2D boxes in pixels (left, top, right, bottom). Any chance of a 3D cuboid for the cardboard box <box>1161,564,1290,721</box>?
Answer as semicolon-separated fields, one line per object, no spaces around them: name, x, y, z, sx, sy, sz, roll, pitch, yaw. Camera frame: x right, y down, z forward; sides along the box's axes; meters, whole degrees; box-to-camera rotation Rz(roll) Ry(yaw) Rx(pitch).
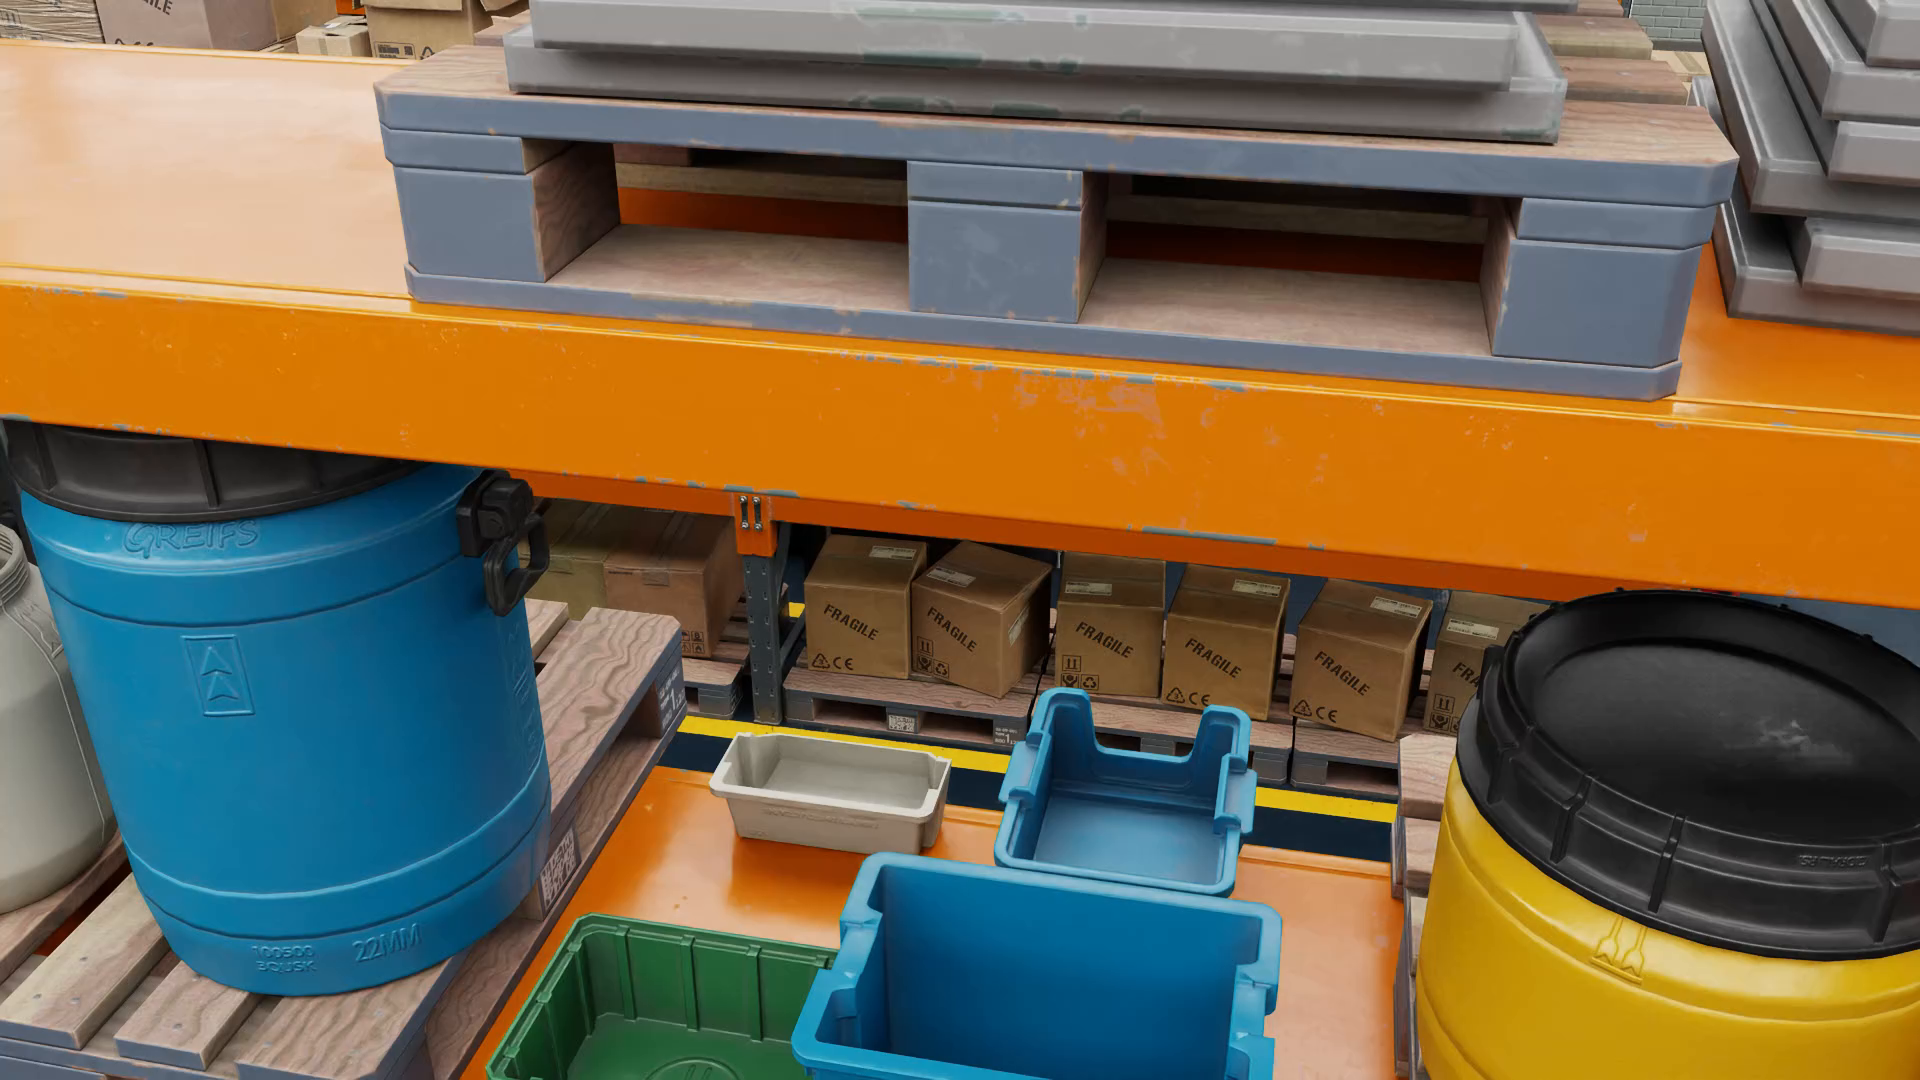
cardboard box;1.266;0.480;7.915;0.500;0.500;0.500;9;30;15

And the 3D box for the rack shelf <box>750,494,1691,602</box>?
rack shelf;1.117;-0.131;7.615;4.000;0.370;1.077;6;29;11

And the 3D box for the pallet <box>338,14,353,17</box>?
pallet;-8.618;-7.526;23.277;1.213;0.211;1.003;6;29;11

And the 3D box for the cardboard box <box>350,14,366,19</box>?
cardboard box;-5.970;-5.331;18.139;0.875;0.875;0.875;7;29;12

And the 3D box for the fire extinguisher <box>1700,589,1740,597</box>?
fire extinguisher;3.089;0.016;6.678;0.183;0.674;0.296;6;29;11

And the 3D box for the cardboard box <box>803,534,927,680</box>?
cardboard box;-0.456;0.324;8.200;0.500;0.500;0.500;5;29;9

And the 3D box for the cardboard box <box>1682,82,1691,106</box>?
cardboard box;2.736;-1.552;6.079;0.250;0.149;0.380;6;29;11

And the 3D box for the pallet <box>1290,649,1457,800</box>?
pallet;2.212;0.871;7.938;1.213;0.211;1.003;6;29;11

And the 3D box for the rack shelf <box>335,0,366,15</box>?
rack shelf;-4.637;-5.587;17.581;4.000;0.370;1.077;6;29;11

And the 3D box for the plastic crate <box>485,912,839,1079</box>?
plastic crate;-0.387;0.742;2.368;0.450;0.188;0.336;6;29;11

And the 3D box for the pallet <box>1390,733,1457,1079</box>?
pallet;1.250;0.718;2.387;1.213;0.211;1.003;6;29;11

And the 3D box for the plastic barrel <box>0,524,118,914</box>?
plastic barrel;-1.493;0.265;2.464;0.421;0.512;0.421;0;29;0

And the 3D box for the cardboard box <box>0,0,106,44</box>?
cardboard box;-3.849;-2.407;7.274;0.500;0.500;0.500;6;29;11

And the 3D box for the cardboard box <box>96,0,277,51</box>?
cardboard box;-3.356;-2.359;7.188;0.500;0.500;0.500;5;29;9

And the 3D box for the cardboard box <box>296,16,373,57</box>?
cardboard box;-2.693;-2.186;7.301;0.250;0.166;0.380;5;29;9

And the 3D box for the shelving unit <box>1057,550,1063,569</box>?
shelving unit;0.827;-0.381;9.196;0.503;1.200;0.258;9;30;15

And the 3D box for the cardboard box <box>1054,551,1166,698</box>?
cardboard box;0.729;0.403;8.055;0.500;0.500;0.500;3;29;6

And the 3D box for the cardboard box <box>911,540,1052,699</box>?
cardboard box;0.106;0.378;8.102;0.500;0.500;0.500;16;32;26

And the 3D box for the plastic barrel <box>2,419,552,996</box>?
plastic barrel;-0.922;0.109;2.344;0.708;0.901;0.600;6;29;11

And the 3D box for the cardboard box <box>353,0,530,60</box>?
cardboard box;-2.199;-2.380;7.305;0.637;0.503;0.797;7;29;13

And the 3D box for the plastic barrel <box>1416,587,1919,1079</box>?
plastic barrel;0.897;0.443;2.060;0.600;0.588;0.600;0;29;0

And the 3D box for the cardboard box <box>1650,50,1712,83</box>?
cardboard box;2.852;-1.807;6.544;0.250;0.149;0.380;6;29;10

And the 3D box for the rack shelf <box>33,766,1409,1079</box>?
rack shelf;0.083;0.879;2.646;4.000;0.370;1.077;6;29;11

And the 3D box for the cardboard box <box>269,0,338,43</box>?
cardboard box;-3.247;-2.594;7.615;0.500;0.500;0.500;6;29;11

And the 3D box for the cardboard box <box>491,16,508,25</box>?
cardboard box;-1.779;-2.135;7.106;0.258;0.266;0.396;7;29;12

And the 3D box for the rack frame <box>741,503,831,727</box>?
rack frame;-0.839;-0.647;7.808;0.127;3.000;1.000;6;29;11

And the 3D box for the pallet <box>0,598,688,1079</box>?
pallet;-1.147;0.473;2.836;1.003;0.211;1.213;6;29;11

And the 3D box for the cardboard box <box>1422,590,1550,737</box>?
cardboard box;2.466;0.596;7.704;0.500;0.500;0.500;11;31;20

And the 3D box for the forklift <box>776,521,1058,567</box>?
forklift;-0.831;-1.457;9.359;3.031;2.935;1.130;9;30;15

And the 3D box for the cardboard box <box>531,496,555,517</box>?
cardboard box;-2.444;0.072;8.640;0.500;0.500;0.700;3;29;6

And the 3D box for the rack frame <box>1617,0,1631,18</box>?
rack frame;4.208;-2.565;11.312;0.127;3.000;1.000;6;29;11

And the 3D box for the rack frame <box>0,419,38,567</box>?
rack frame;-1.873;-0.953;2.119;0.127;3.000;1.000;6;29;11

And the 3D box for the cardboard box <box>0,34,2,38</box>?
cardboard box;-4.345;-2.459;7.370;0.500;0.500;0.500;6;29;11

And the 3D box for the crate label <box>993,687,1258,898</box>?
crate label;0.277;0.487;2.769;0.408;0.251;0.502;6;29;11

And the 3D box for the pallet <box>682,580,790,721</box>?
pallet;-1.600;0.499;8.619;1.213;0.211;1.003;6;29;11

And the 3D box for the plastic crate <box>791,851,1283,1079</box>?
plastic crate;0.111;0.722;2.202;0.575;0.384;0.392;6;29;11

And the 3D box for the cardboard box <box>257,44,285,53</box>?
cardboard box;-3.337;-2.033;7.372;0.500;0.250;0.500;6;29;12

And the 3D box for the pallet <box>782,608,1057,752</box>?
pallet;-0.175;0.627;8.385;1.213;0.211;1.003;6;29;11

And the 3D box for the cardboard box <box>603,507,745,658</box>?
cardboard box;-1.435;0.185;8.434;0.500;0.500;0.700;4;29;7

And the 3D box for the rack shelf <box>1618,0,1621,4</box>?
rack shelf;2.252;-3.766;11.131;4.000;0.370;1.077;6;29;11

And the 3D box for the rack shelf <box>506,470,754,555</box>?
rack shelf;-2.795;-0.532;8.347;4.000;0.370;1.077;6;29;11

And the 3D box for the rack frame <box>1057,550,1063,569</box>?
rack frame;0.595;-0.416;9.261;0.015;1.200;0.240;9;30;15

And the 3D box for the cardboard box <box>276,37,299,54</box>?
cardboard box;-3.256;-2.271;7.806;0.500;0.250;0.500;7;29;12

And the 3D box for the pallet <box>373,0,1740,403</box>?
pallet;0.136;-0.503;1.912;1.213;0.211;1.003;6;29;11

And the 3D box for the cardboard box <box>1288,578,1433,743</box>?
cardboard box;1.874;0.552;7.784;0.500;0.500;0.500;14;32;24

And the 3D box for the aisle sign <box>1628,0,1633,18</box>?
aisle sign;4.214;-3.557;10.417;0.004;0.787;0.394;6;29;11

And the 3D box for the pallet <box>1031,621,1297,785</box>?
pallet;1.022;0.748;8.164;1.213;0.211;1.003;6;29;11

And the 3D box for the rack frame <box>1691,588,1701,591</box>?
rack frame;3.073;-0.246;7.076;0.127;3.000;1.000;6;29;11

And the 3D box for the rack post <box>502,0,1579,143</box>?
rack post;0.137;-0.698;1.733;0.954;0.300;0.937;5;29;10

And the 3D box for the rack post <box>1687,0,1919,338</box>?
rack post;1.326;-0.468;1.754;0.954;0.300;0.937;9;30;16

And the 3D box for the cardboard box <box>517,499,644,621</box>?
cardboard box;-1.897;0.128;8.537;0.500;0.500;0.700;6;29;10

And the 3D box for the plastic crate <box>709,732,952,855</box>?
plastic crate;-0.219;0.450;2.955;0.396;0.136;0.243;6;29;11
